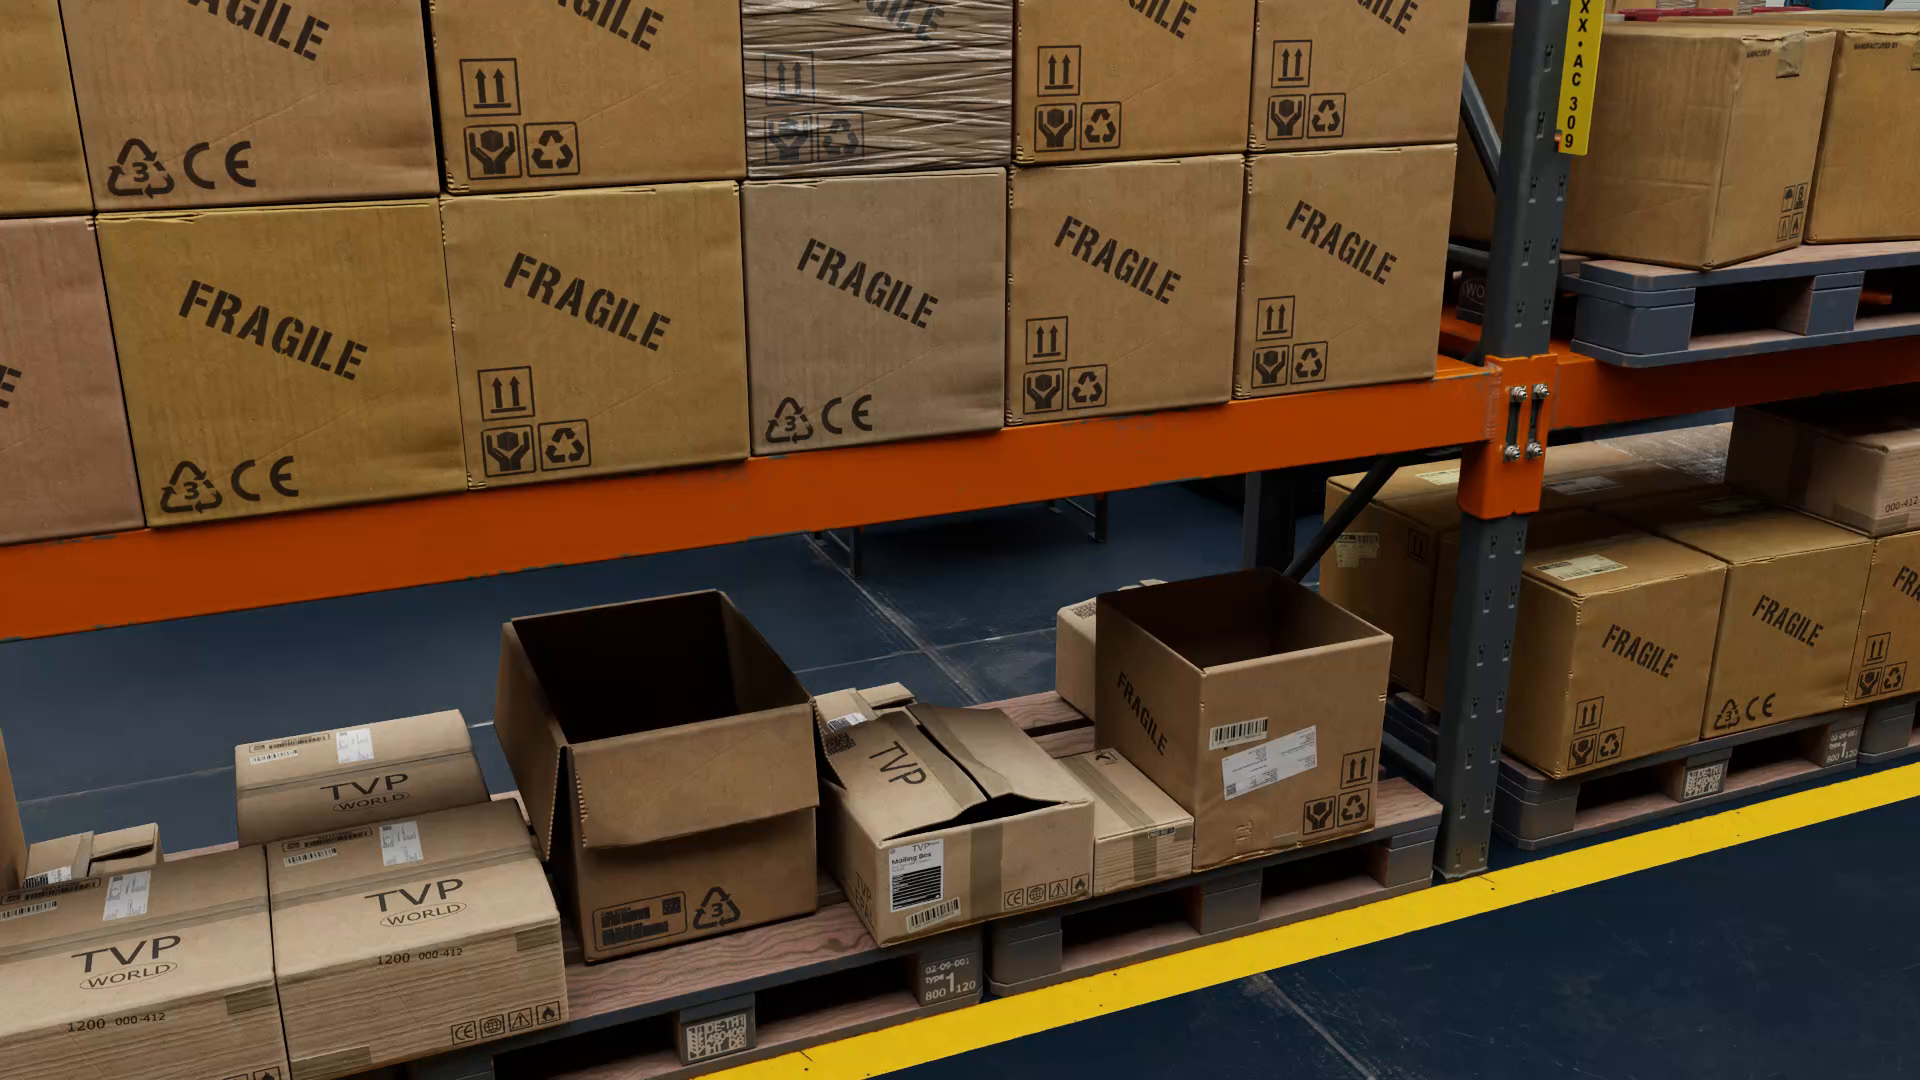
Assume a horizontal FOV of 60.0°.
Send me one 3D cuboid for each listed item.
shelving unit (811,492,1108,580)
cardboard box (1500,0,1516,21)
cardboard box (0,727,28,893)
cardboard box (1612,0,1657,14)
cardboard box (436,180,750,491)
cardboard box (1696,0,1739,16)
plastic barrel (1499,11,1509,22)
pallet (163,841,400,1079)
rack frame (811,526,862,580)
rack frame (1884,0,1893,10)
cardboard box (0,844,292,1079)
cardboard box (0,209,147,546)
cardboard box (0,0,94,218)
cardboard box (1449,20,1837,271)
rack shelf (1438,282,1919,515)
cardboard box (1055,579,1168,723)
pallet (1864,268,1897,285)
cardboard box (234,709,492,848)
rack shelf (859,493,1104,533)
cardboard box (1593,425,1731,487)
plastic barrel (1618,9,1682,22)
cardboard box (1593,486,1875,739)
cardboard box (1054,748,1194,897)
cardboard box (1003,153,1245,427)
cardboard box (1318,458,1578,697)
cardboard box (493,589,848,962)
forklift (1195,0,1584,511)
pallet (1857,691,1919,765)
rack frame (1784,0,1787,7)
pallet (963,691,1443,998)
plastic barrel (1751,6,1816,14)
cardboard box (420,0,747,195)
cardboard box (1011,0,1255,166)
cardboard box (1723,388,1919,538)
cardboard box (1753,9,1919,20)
[{"bbox_3d":[-0.006,-0.530,6.333,1.048,1.125,0.538,-8,21,-22],"label":"shelving unit"},{"bbox_3d":[4.926,-5.028,15.686,0.500,0.500,0.875,-8,21,-22],"label":"cardboard box"},{"bbox_3d":[-2.208,0.625,3.332,0.500,0.500,0.500,-8,21,-22],"label":"cardboard box"},{"bbox_3d":[6.294,-5.232,16.268,0.500,0.500,0.875,-8,21,-22],"label":"cardboard box"},{"bbox_3d":[-0.705,-0.425,3.062,0.500,0.500,0.500,-8,21,-21],"label":"cardboard box"},{"bbox_3d":[7.233,-5.347,16.594,0.500,0.500,0.875,-8,21,-22],"label":"cardboard box"},{"bbox_3d":[3.083,-2.981,10.267,0.708,0.536,0.600,-8,21,-22],"label":"plastic barrel"},{"bbox_3d":[-1.808,1.000,3.363,1.213,0.211,1.003,-8,21,-22],"label":"pallet"},{"bbox_3d":[-0.473,-0.463,6.143,0.032,1.125,0.500,-8,21,-22],"label":"rack frame"},{"bbox_3d":[6.450,-3.290,11.348,0.127,3.000,1.000,-8,21,-22],"label":"rack frame"},{"bbox_3d":[-1.539,0.839,3.101,0.500,0.250,0.500,-8,21,-22],"label":"cardboard box"},{"bbox_3d":[-1.626,-0.294,2.691,0.500,0.500,0.500,-8,21,-22],"label":"cardboard box"},{"bbox_3d":[-1.621,-0.768,2.530,0.500,0.500,0.500,-8,21,-21],"label":"cardboard box"},{"bbox_3d":[1.587,-0.965,3.965,0.500,0.500,0.700,-17,26,-40],"label":"cardboard box"},{"bbox_3d":[2.899,-0.650,4.934,4.000,0.370,1.077,-8,21,-22],"label":"rack shelf"},{"bbox_3d":[0.592,0.324,4.472,0.500,0.311,0.500,-8,21,-22],"label":"cardboard box"},{"bbox_3d":[2.952,-0.905,4.863,1.213,0.211,1.003,-8,21,-22],"label":"pallet"},{"bbox_3d":[-1.324,0.627,3.702,0.500,0.250,0.500,-8,21,-22],"label":"cardboard box"},{"bbox_3d":[-0.006,-0.299,6.414,1.000,0.278,0.538,-8,21,-22],"label":"rack shelf"},{"bbox_3d":[2.320,-0.035,5.207,0.500,0.500,0.500,-8,21,-21],"label":"cardboard box"},{"bbox_3d":[4.414,-3.141,10.722,0.433,0.535,0.433,0,19,0],"label":"plastic barrel"},{"bbox_3d":[2.089,0.183,4.588,0.500,0.500,0.500,-8,21,-21],"label":"cardboard box"},{"bbox_3d":[0.332,0.640,3.817,0.250,0.149,0.380,-8,21,-22],"label":"cardboard box"},{"bbox_3d":[0.233,-0.561,3.448,0.500,0.500,0.500,-8,21,-20],"label":"cardboard box"},{"bbox_3d":[1.403,0.093,4.842,0.500,0.500,0.500,-8,21,-22],"label":"cardboard box"},{"bbox_3d":[-0.660,0.493,3.703,0.637,0.503,0.797,-8,21,-22],"label":"cardboard box"},{"bbox_3d":[2.237,-1.853,7.370,3.031,2.935,1.130,-12,23,-30],"label":"forklift"},{"bbox_3d":[2.917,0.309,5.327,1.213,0.211,1.003,-8,21,-22],"label":"pallet"},{"bbox_3d":[8.161,-5.326,17.132,0.127,3.000,1.000,-8,21,-22],"label":"rack frame"},{"bbox_3d":[0.432,0.679,4.275,1.213,0.211,1.003,-8,21,-22],"label":"pallet"},{"bbox_3d":[5.485,-3.295,11.158,0.433,0.535,0.433,0,19,0],"label":"plastic barrel"},{"bbox_3d":[-0.694,-0.899,2.903,0.500,0.500,0.500,-8,21,-22],"label":"cardboard box"},{"bbox_3d":[0.232,-1.031,3.278,0.500,0.500,0.500,-9,21,-23],"label":"cardboard box"},{"bbox_3d":[2.522,-0.229,4.629,0.500,0.250,0.500,-8,21,-22],"label":"cardboard box"},{"bbox_3d":[2.661,-1.223,4.695,0.500,0.500,0.700,-15,24,-36],"label":"cardboard box"}]
